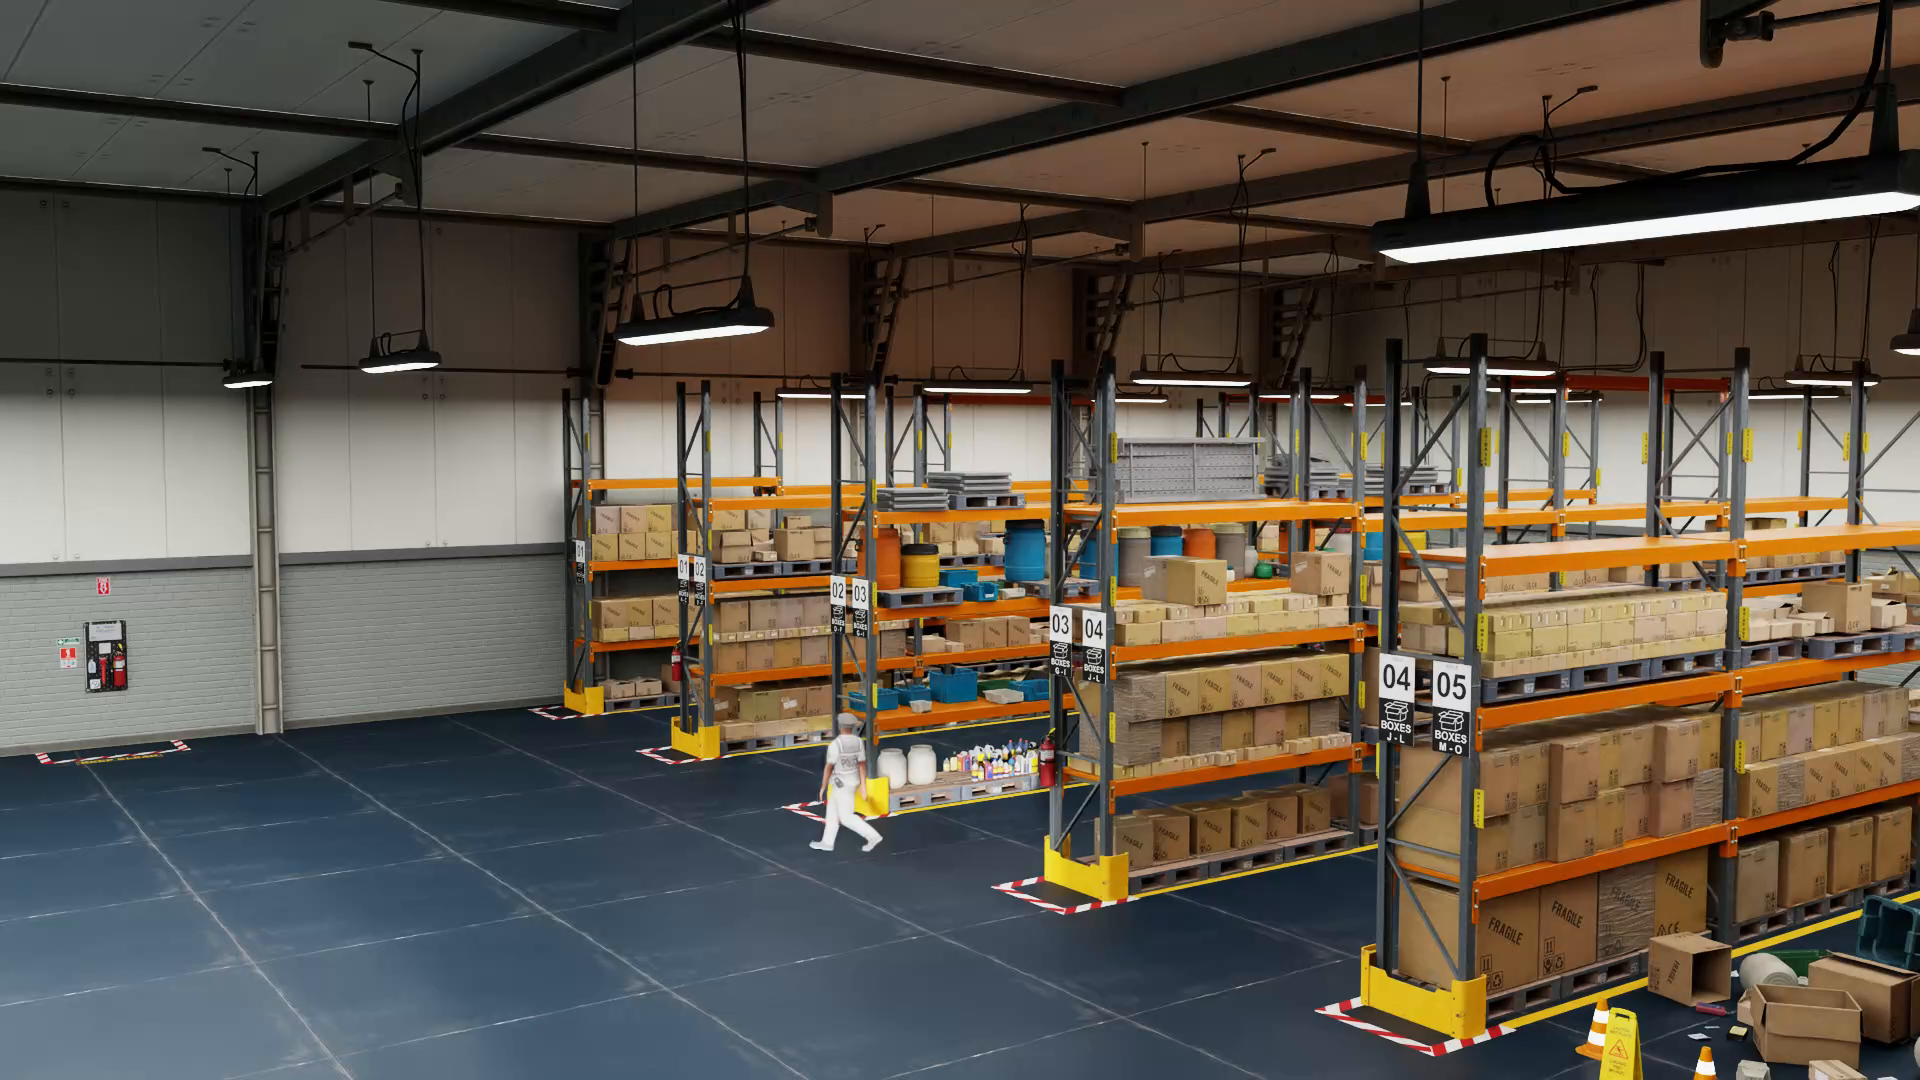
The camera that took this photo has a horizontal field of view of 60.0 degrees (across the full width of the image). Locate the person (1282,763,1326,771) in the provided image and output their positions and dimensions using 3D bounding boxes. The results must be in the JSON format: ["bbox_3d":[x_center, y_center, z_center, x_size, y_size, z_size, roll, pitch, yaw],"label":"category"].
[{"bbox_3d":[5.344,2.686,25.565,0.884,1.812,0.500,-2,4,-33],"label":"person"}]

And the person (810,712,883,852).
[{"bbox_3d":[-1.409,2.982,20.384,0.972,1.741,0.503,0,4,7],"label":"person"}]
